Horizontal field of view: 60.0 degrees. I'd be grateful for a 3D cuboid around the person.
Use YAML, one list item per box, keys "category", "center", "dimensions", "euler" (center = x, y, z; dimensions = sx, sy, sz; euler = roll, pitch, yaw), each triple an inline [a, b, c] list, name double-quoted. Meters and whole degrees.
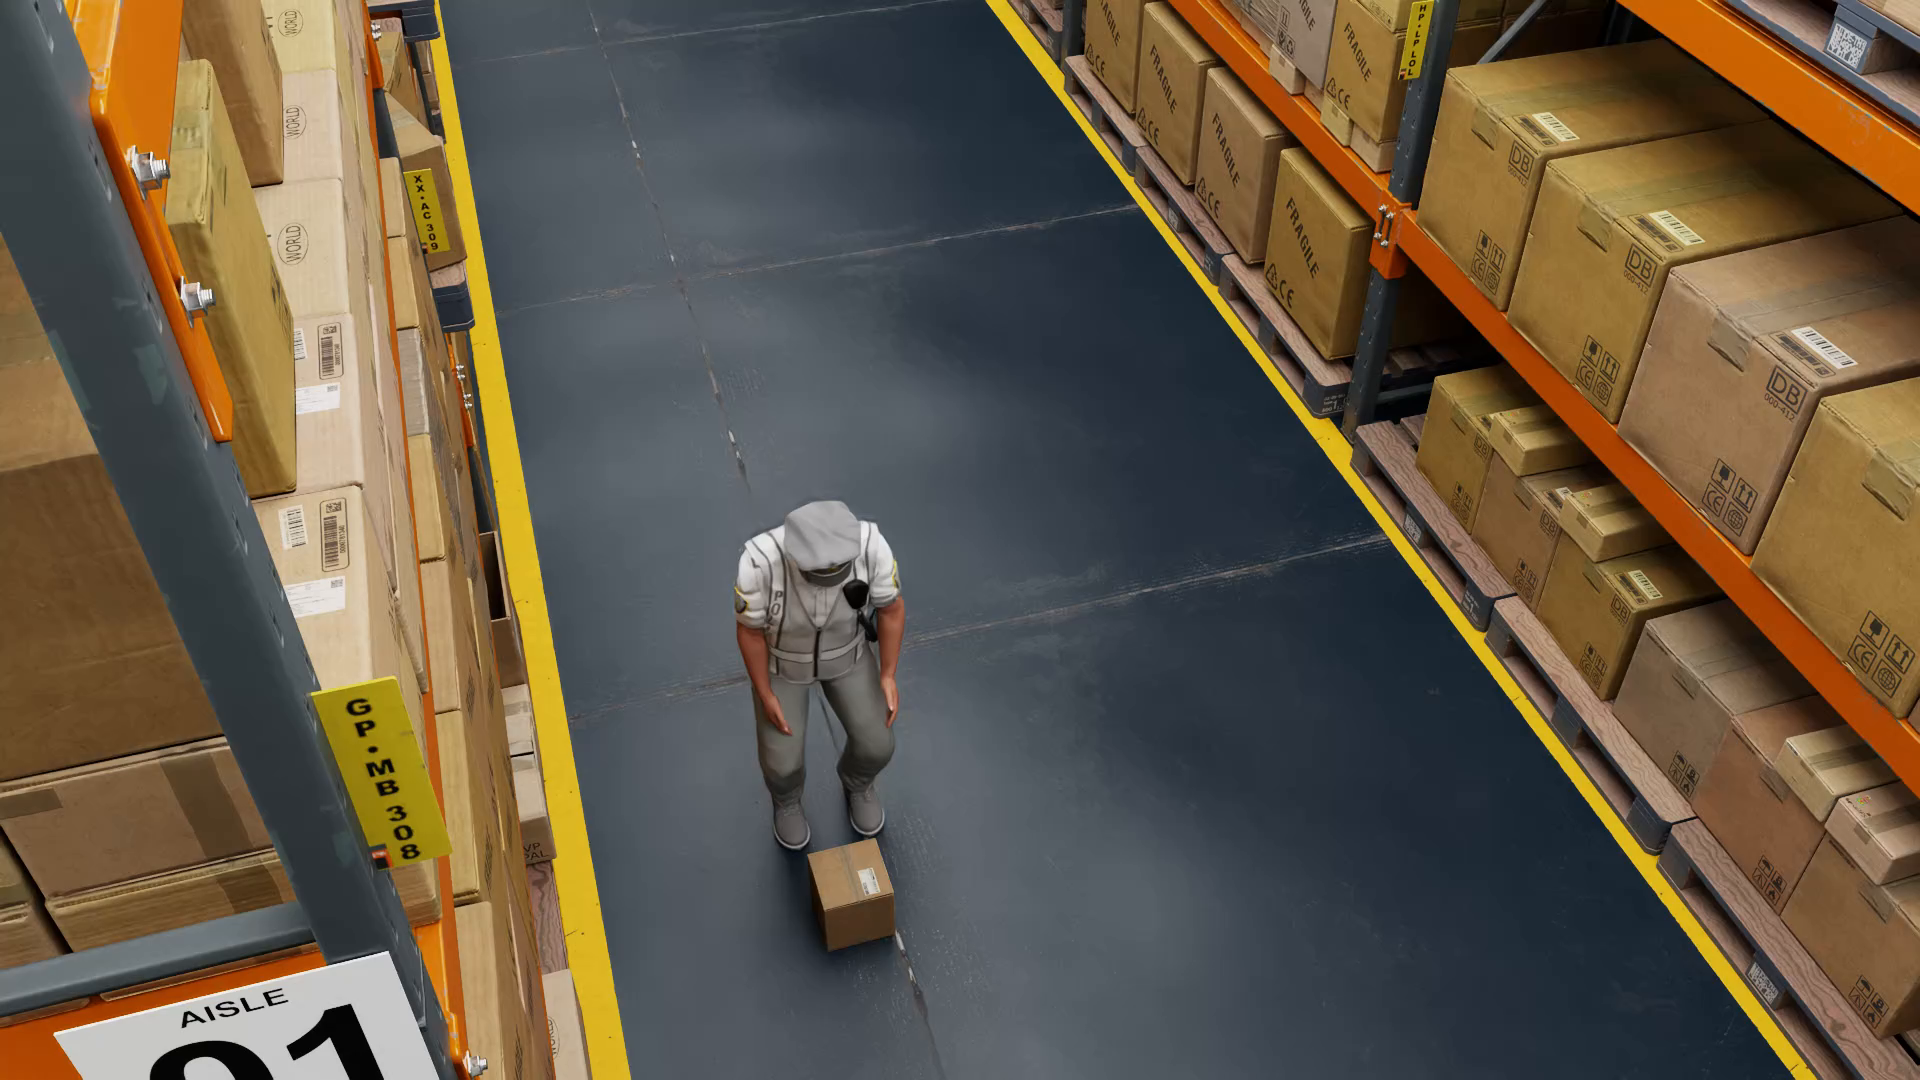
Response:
- category: "person"
  center: [-0.472, 0.435, 5.770]
  dimensions: [0.575, 1.633, 0.609]
  euler: [-9, 43, -10]
